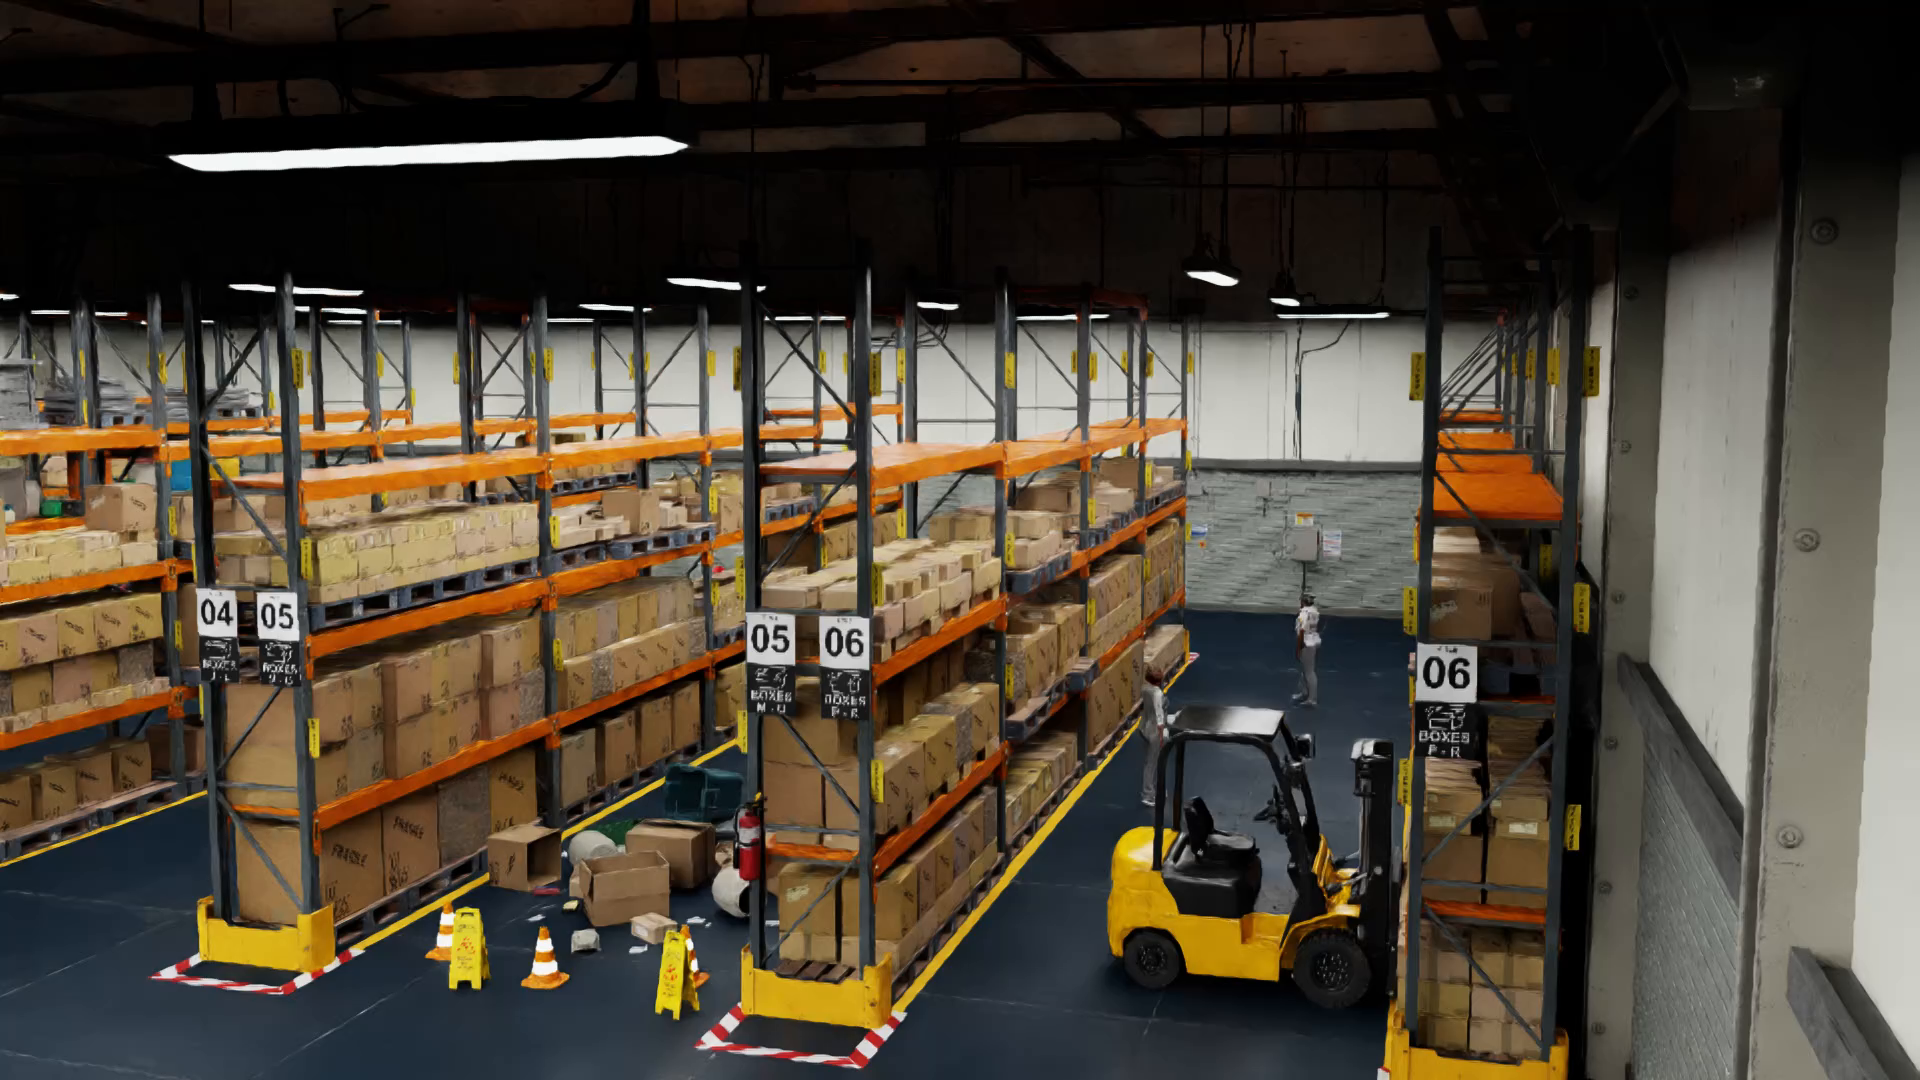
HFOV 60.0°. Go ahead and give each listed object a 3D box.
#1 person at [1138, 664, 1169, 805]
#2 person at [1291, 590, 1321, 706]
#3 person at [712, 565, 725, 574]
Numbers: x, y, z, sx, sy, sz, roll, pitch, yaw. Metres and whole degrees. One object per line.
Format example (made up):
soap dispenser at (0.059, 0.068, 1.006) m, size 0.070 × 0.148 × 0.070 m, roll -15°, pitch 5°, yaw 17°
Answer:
person at (2.248, 2.223, 19.141) m, size 0.405 × 1.600 × 0.468 m, roll -2°, pitch 7°, yaw -15°
person at (5.115, 1.578, 24.582) m, size 0.527 × 1.666 × 0.565 m, roll 4°, pitch 8°, yaw 35°
person at (-3.901, 1.266, 27.223) m, size 0.677 × 1.742 × 0.552 m, roll 2°, pitch 7°, yaw 15°
